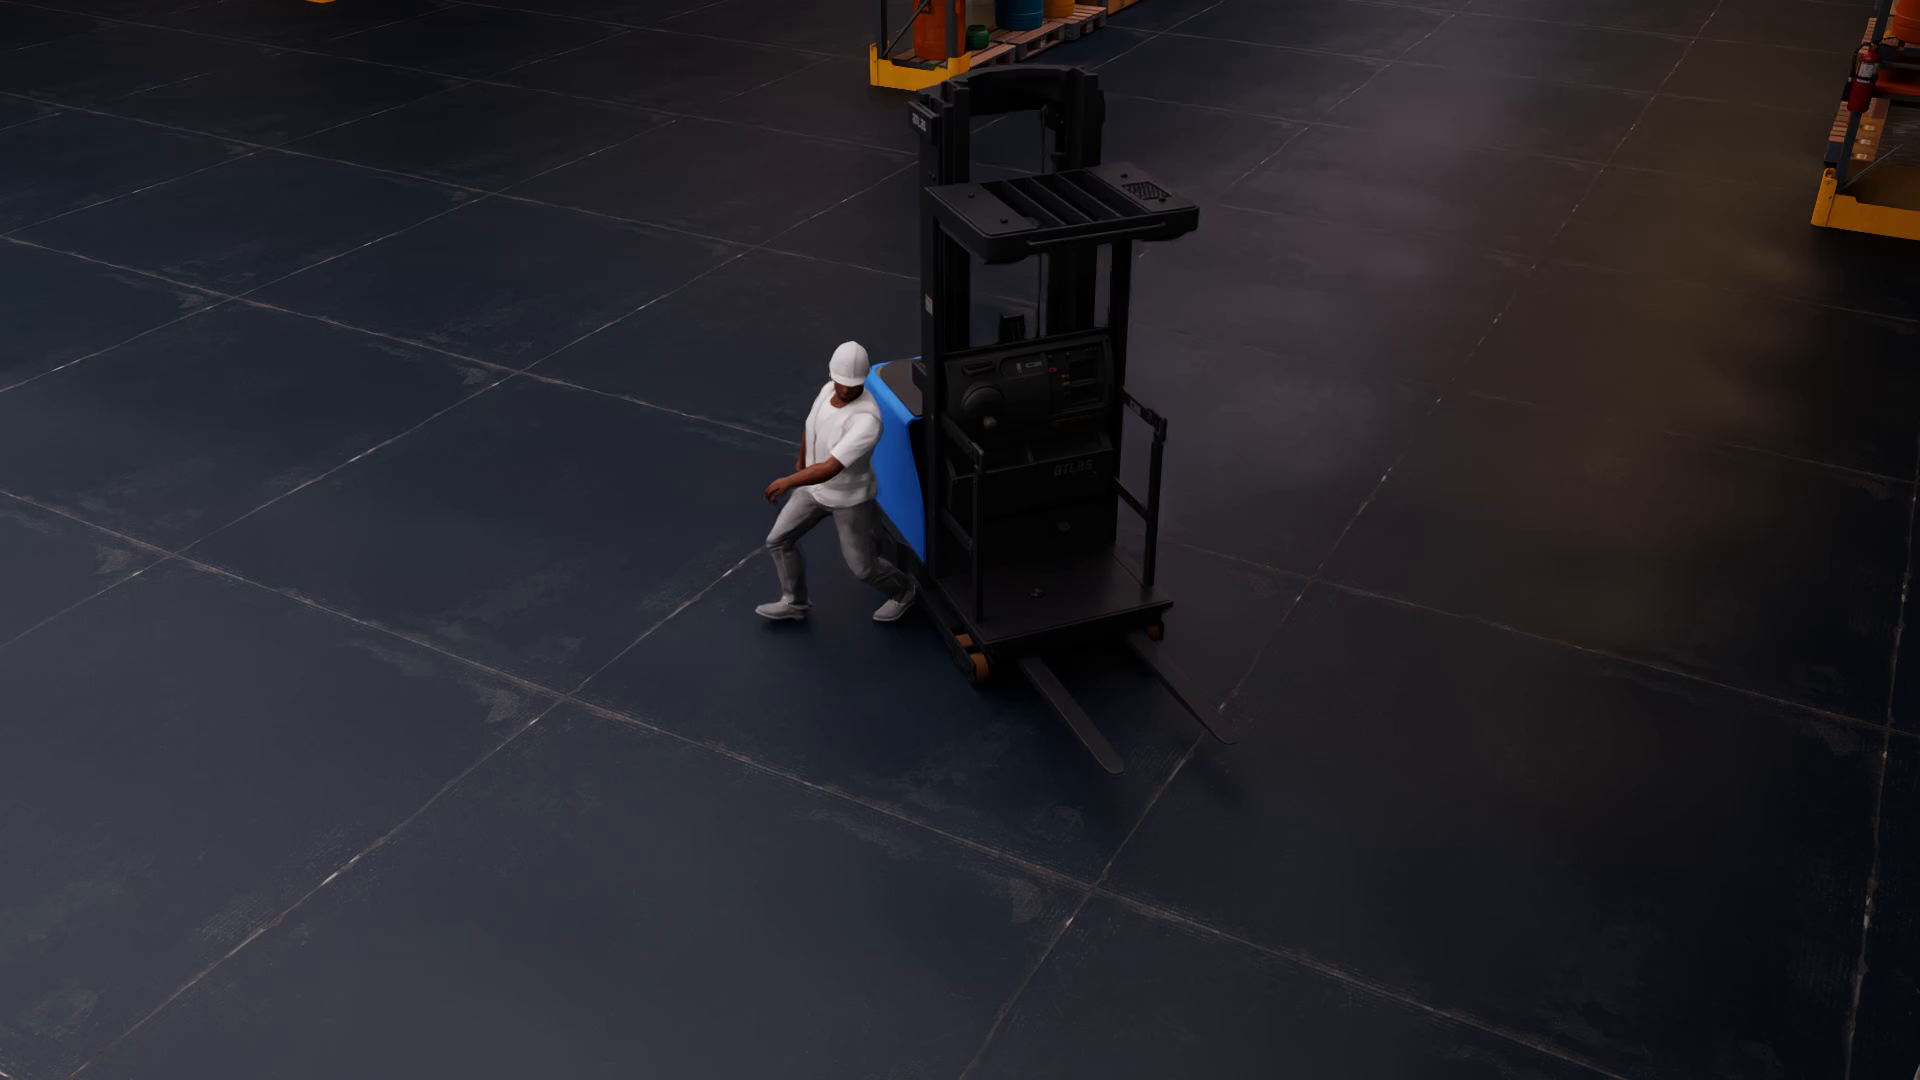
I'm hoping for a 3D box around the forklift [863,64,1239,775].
[{"bbox_3d":[0.446,-0.756,8.381,1.130,2.935,3.031,-12,32,-19],"label":"forklift"}]

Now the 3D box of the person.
[{"bbox_3d":[-0.700,-0.293,8.859,0.815,1.682,0.743,-23,37,-34],"label":"person"}]
